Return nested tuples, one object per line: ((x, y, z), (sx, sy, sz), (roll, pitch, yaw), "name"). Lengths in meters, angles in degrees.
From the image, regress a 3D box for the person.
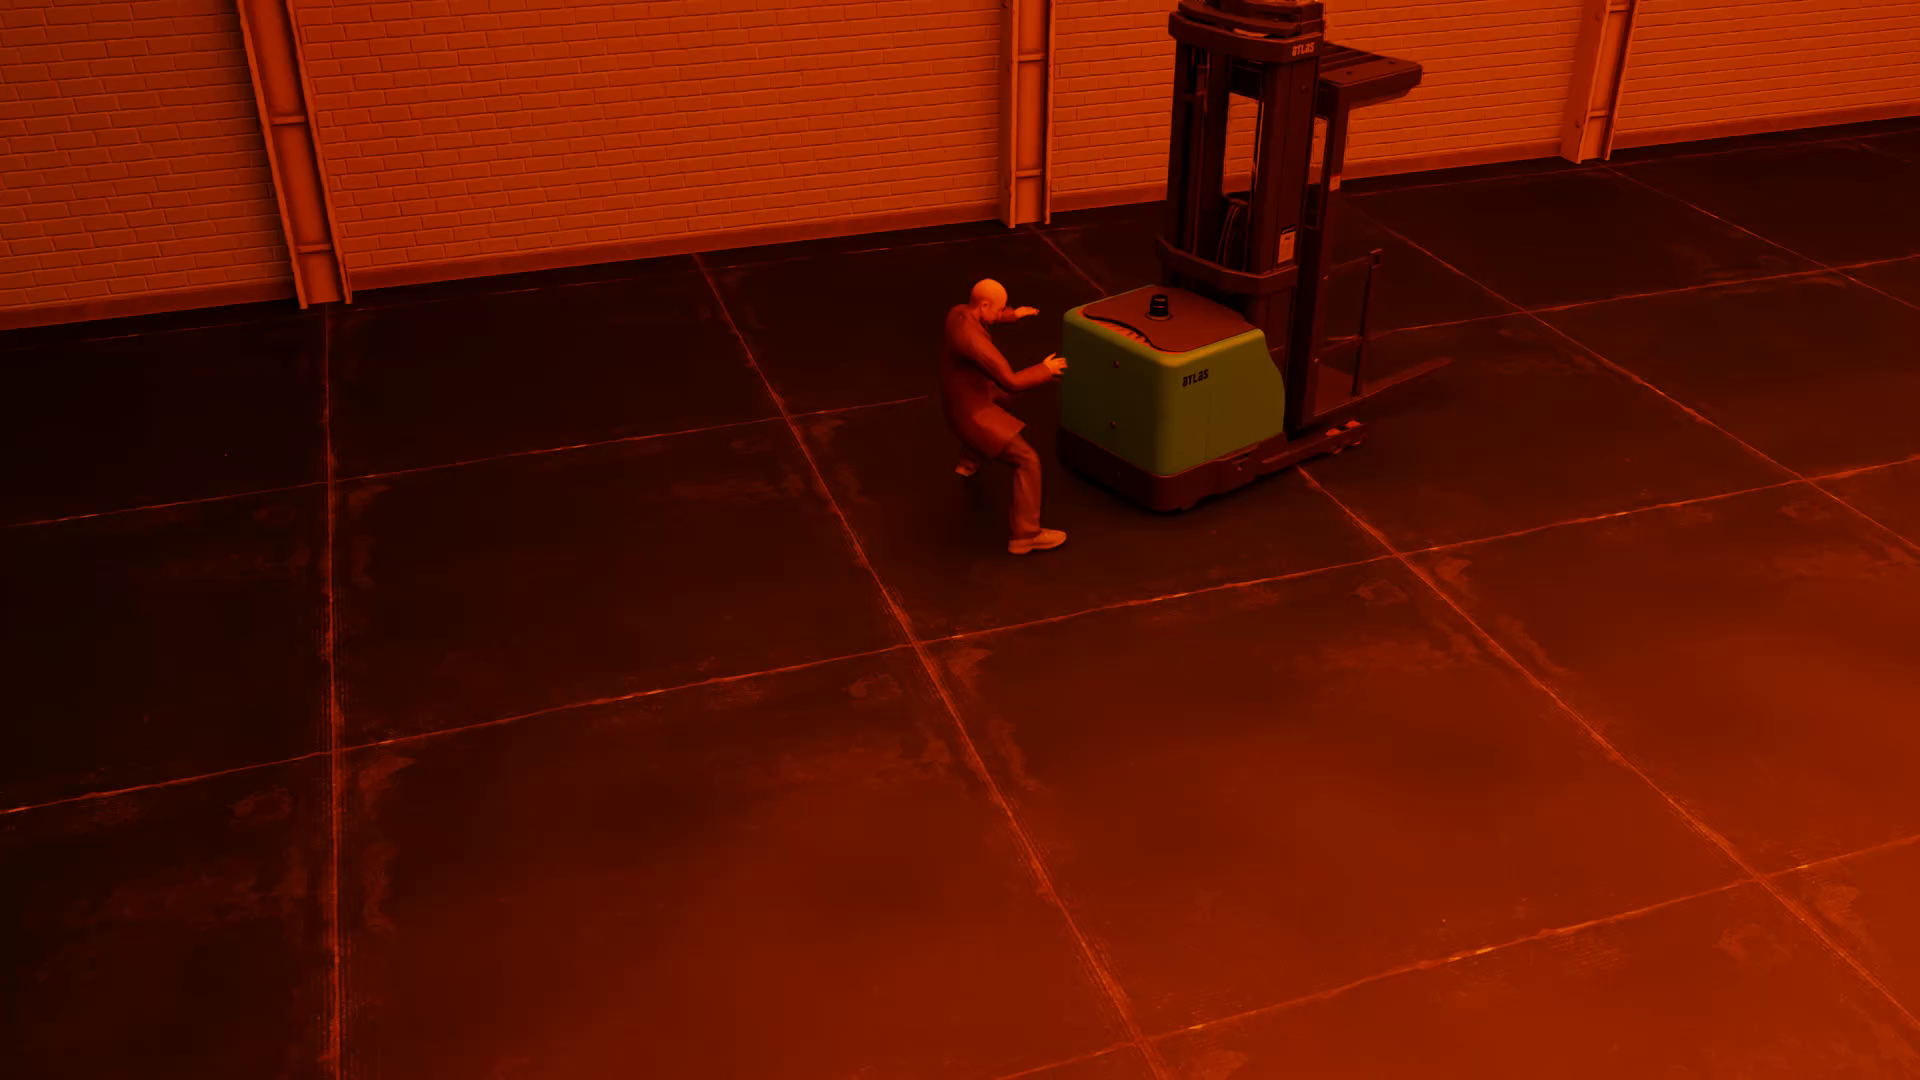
((0.245, -0.865, 9.990), (0.739, 1.534, 1.177), (-4, 30, -7), "person")

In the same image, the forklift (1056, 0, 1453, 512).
((2.102, -2.028, 10.611), (3.031, 2.935, 1.130), (-21, 36, -32), "forklift")
